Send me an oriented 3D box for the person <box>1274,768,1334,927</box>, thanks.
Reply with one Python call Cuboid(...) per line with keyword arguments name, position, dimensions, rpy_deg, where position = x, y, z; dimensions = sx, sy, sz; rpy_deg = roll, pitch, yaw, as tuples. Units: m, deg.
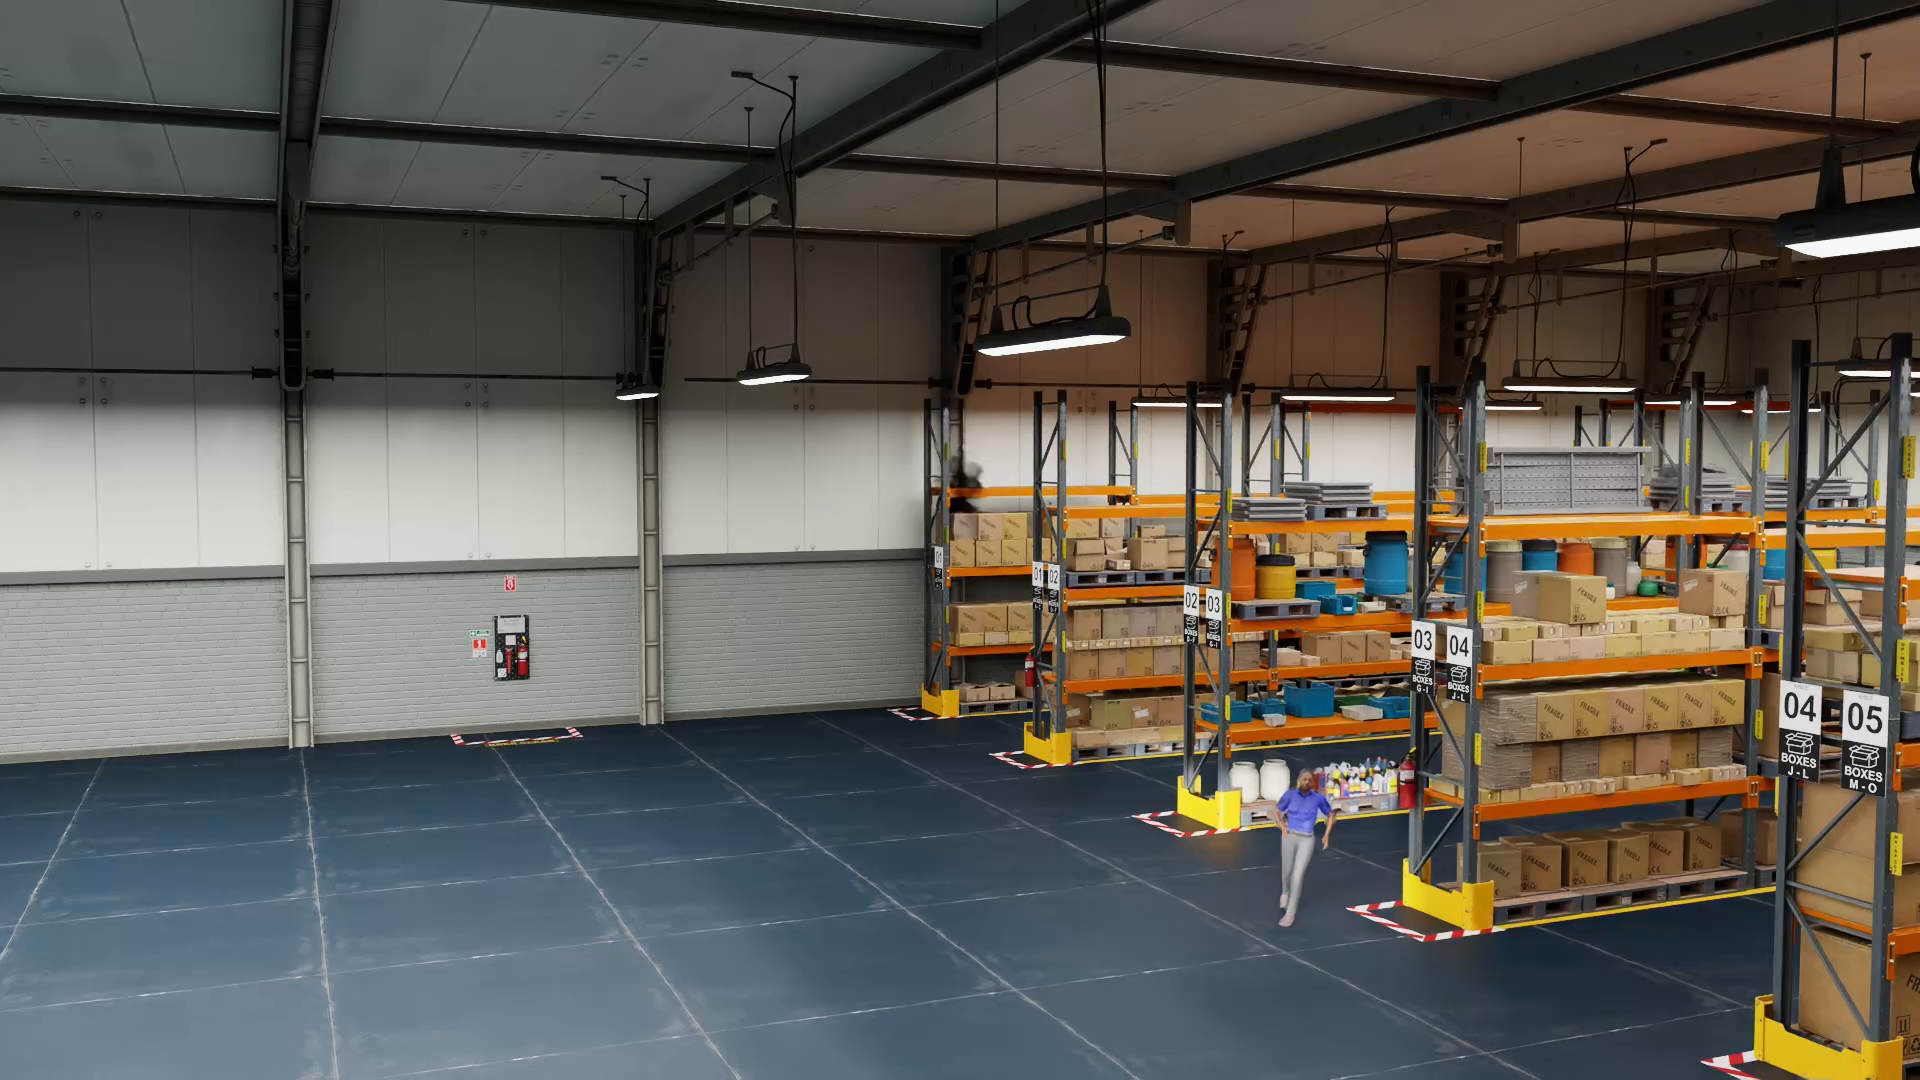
Cuboid(name="person", position=(3.700, 3.272, 17.967), dimensions=(0.635, 1.641, 0.878), rpy_deg=(1, 4, 21))
